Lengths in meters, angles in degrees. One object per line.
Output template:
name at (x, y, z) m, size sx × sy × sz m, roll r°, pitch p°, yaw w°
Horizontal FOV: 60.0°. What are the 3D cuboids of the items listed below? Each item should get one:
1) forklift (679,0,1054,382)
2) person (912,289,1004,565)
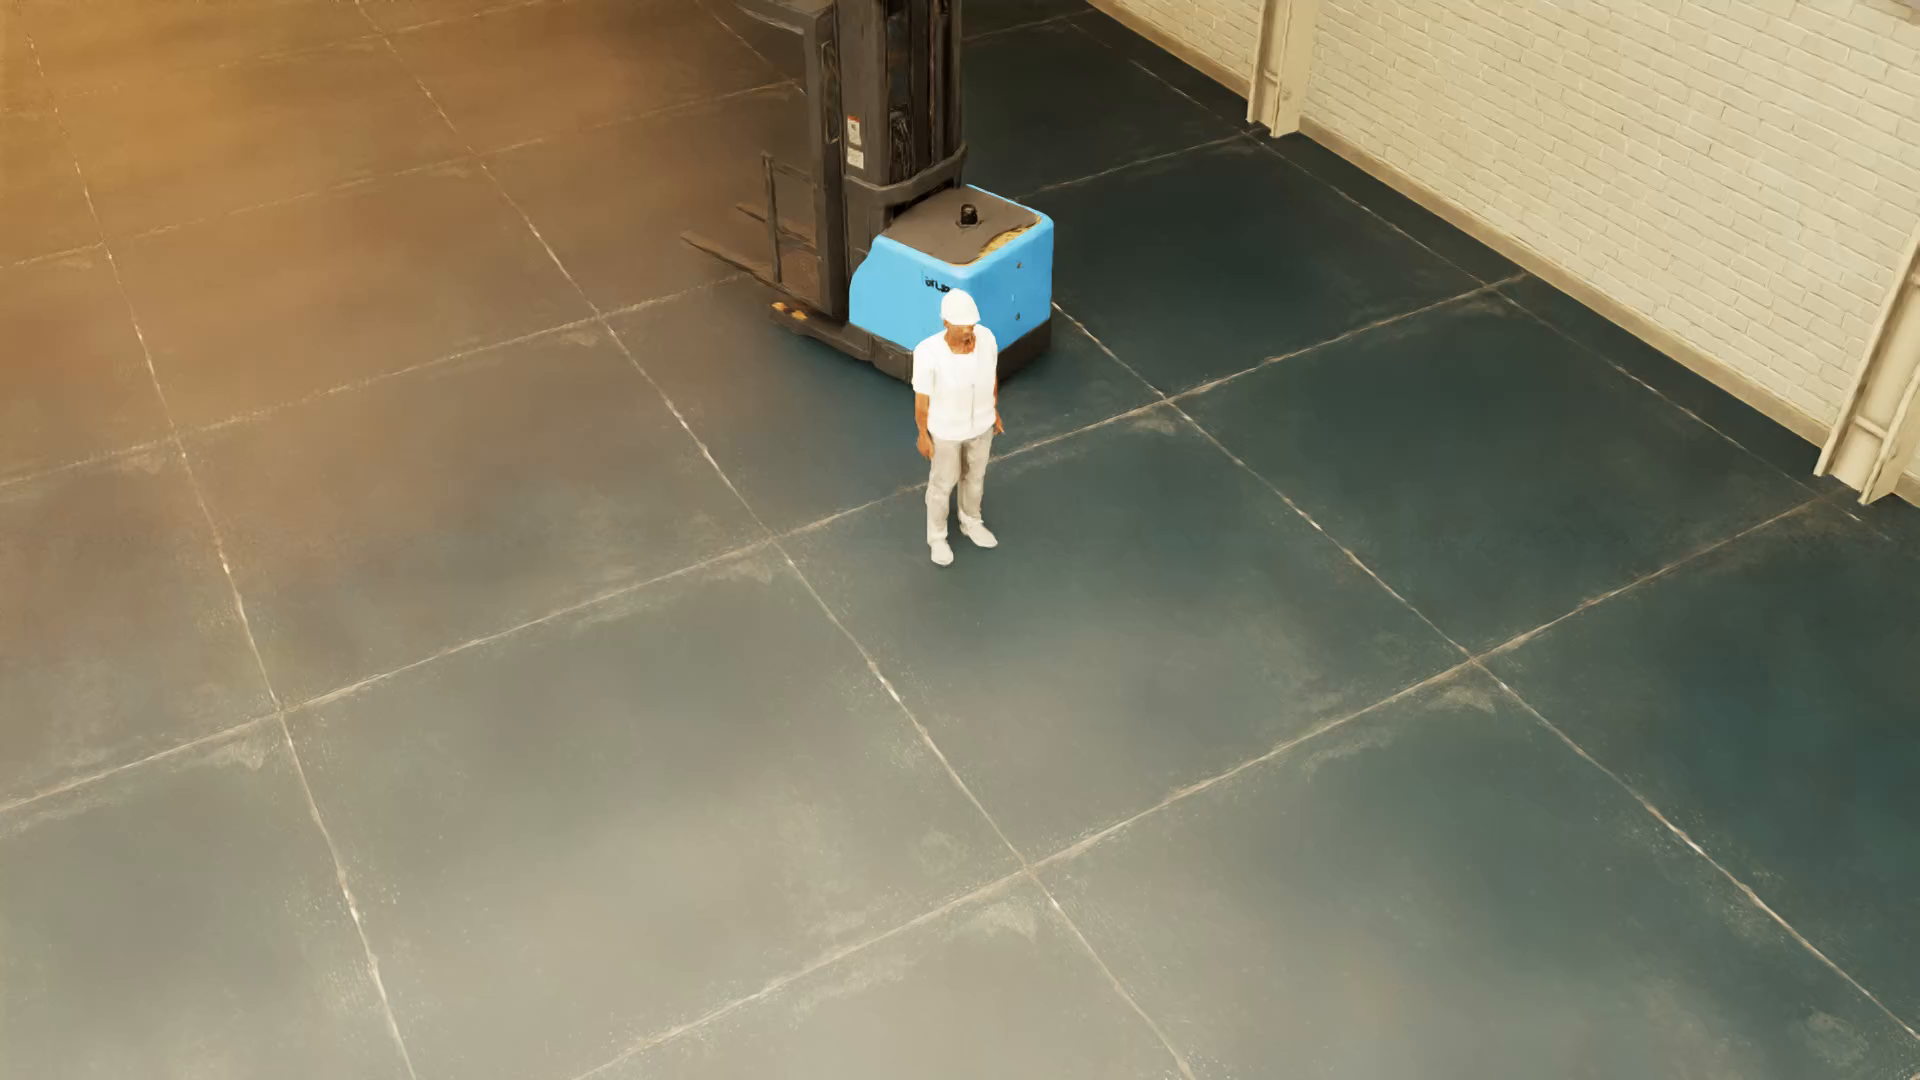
forklift at (-0.798, -2.863, 11.488) m, size 3.031 × 2.935 × 1.130 m, roll 28°, pitch 47°, yaw 30°
person at (0.007, -0.674, 9.760) m, size 0.559 × 1.771 × 0.367 m, roll -20°, pitch 44°, yaw -23°
